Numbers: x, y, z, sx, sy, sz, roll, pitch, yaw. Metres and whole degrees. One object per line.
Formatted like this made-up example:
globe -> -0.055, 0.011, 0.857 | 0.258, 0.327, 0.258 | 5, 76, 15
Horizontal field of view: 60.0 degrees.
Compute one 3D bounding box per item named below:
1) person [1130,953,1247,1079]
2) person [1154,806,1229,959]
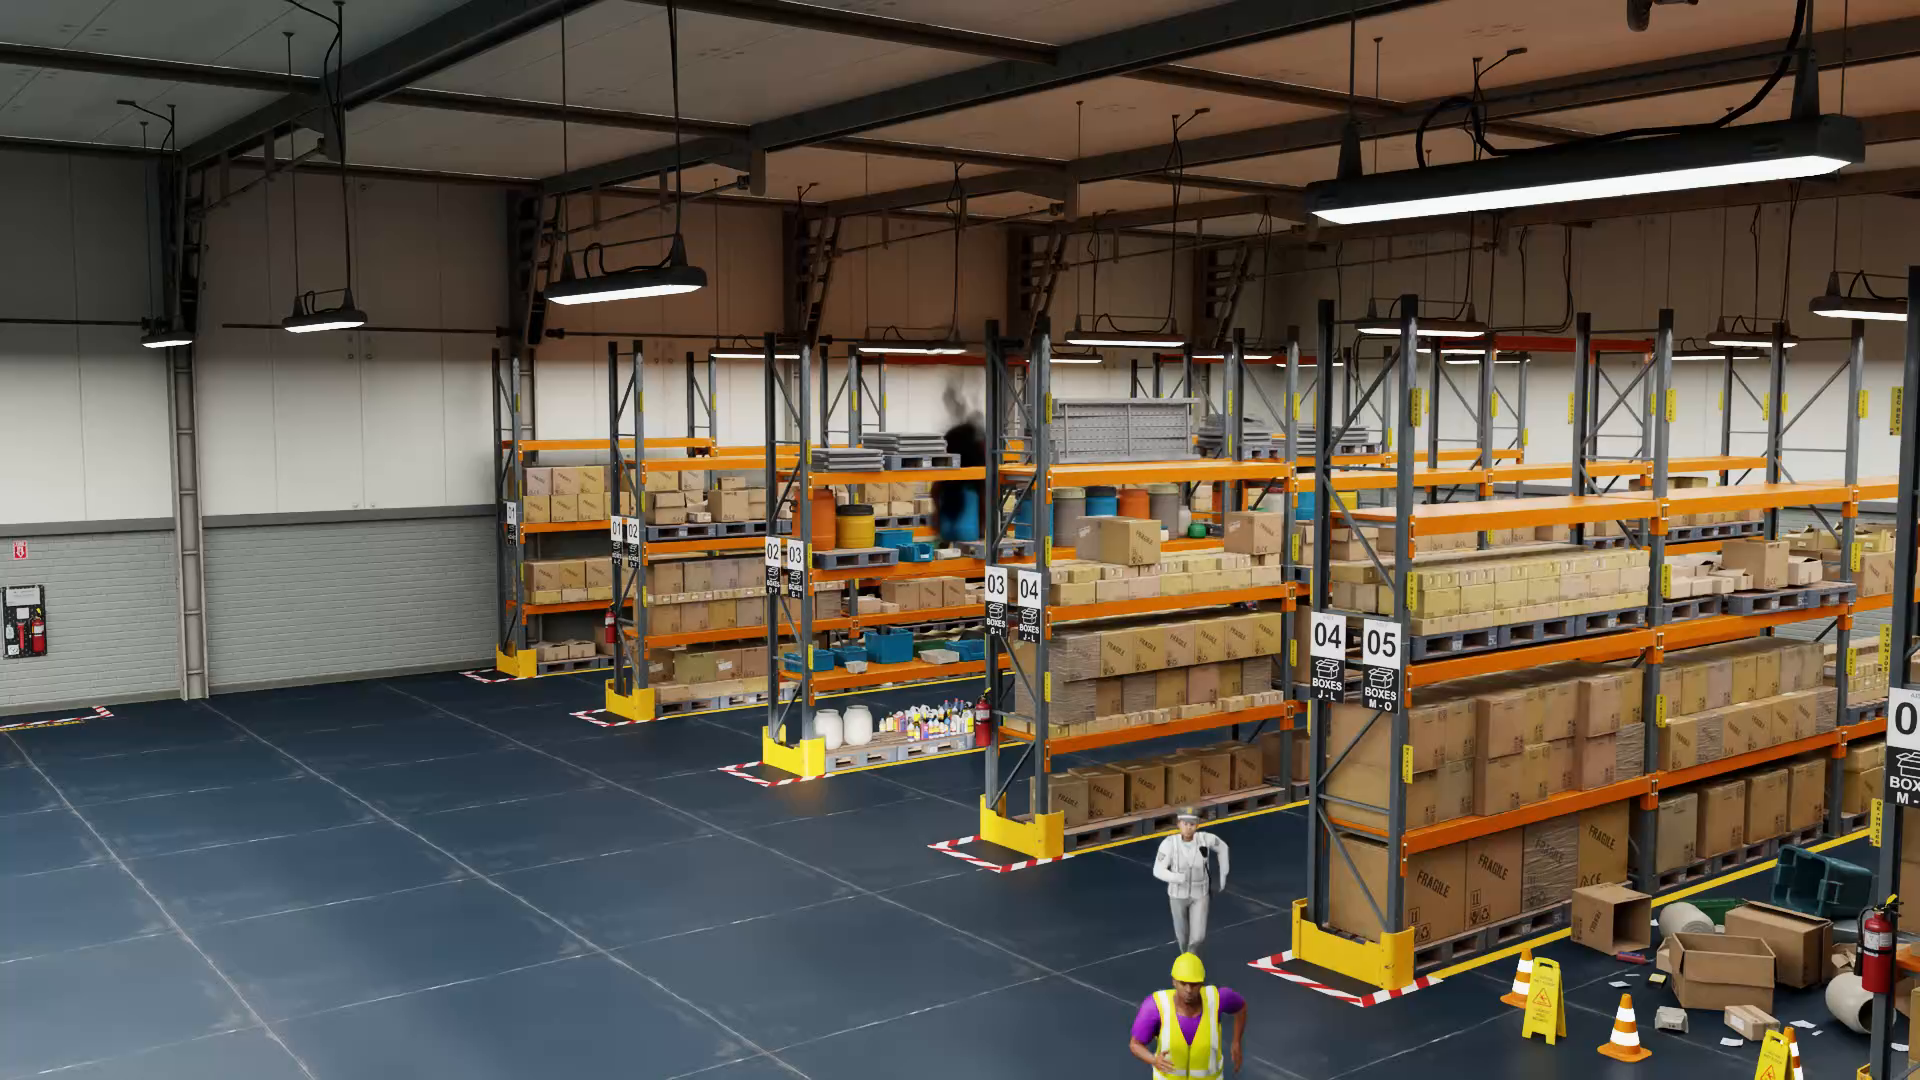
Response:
person -> 1.418, 3.408, 10.346 | 0.714, 1.816, 0.925 | 1, 5, 9
person -> 1.980, 3.078, 14.250 | 0.639, 1.700, 0.804 | 1, 5, 8
